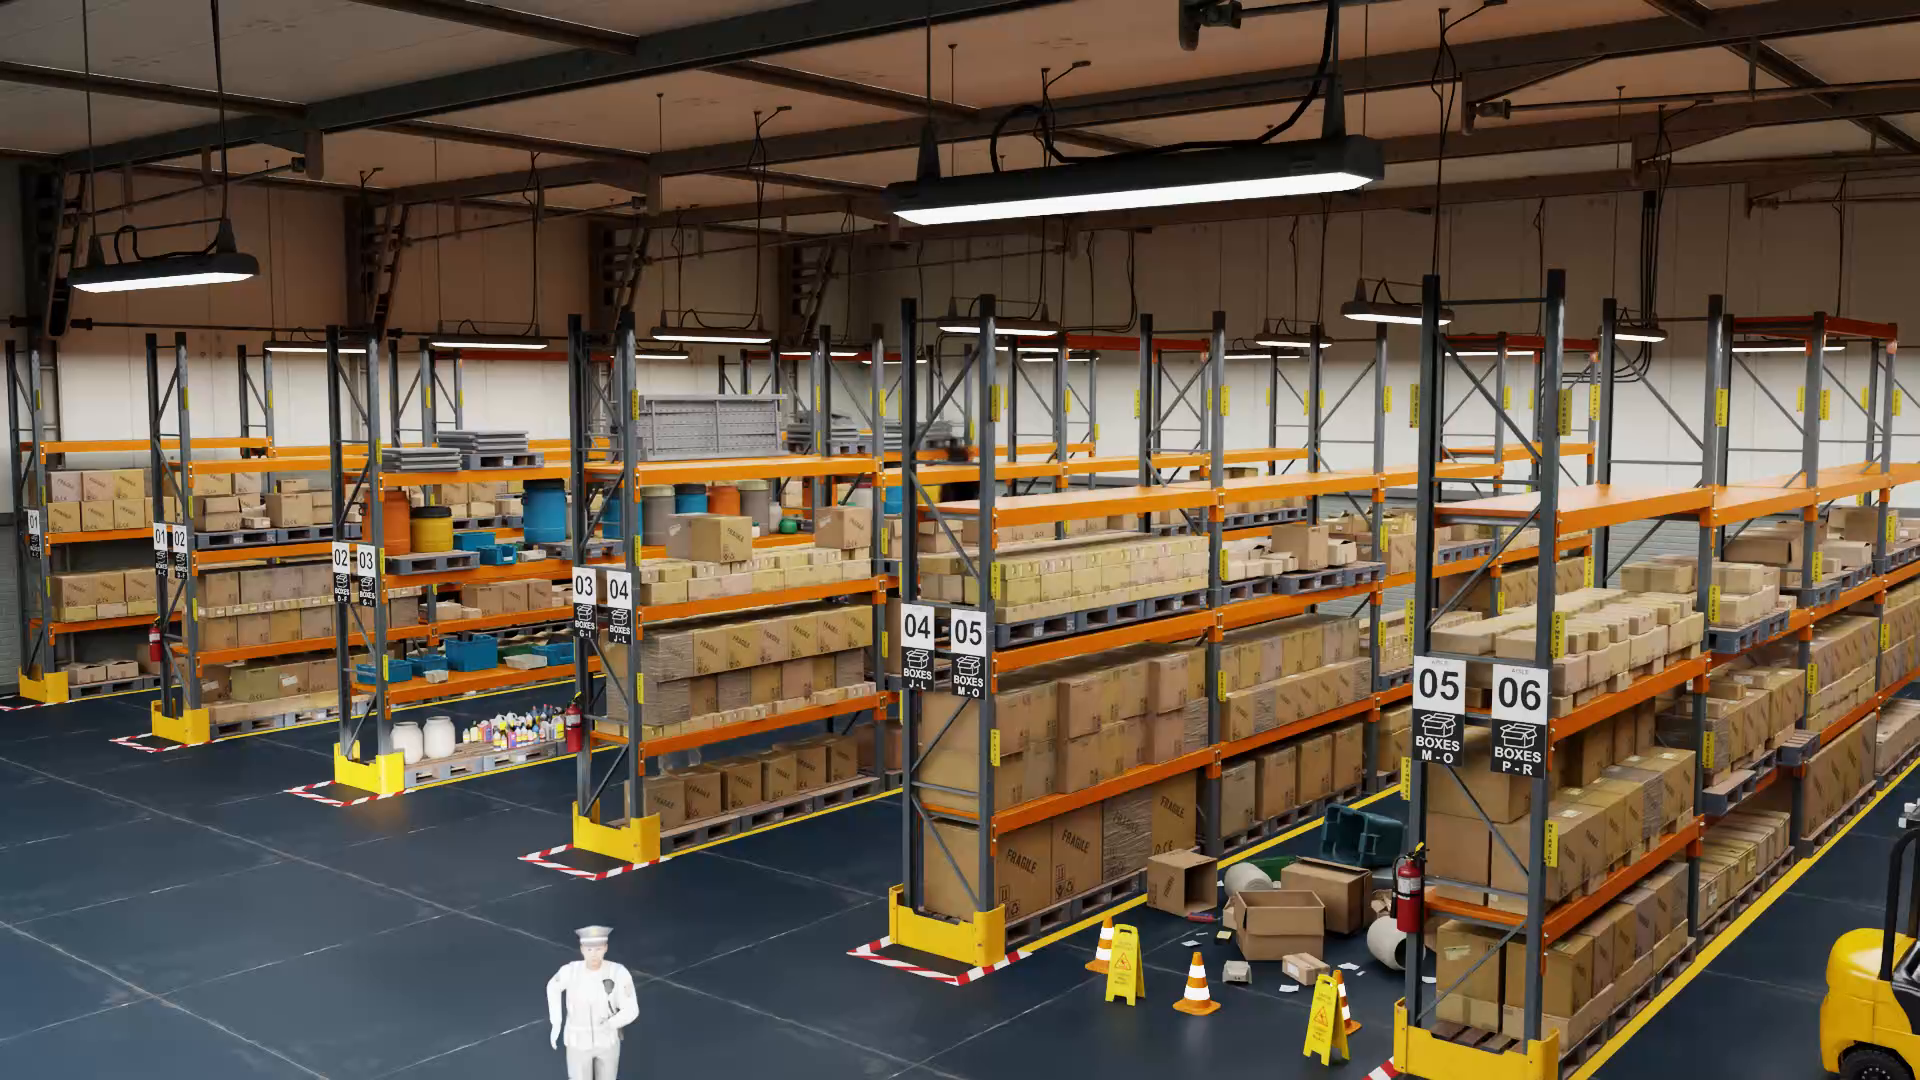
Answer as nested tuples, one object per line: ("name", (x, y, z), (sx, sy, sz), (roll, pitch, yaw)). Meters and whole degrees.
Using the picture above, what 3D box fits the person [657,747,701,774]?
("person", (-3.728, 2.362, 22.212), (0.545, 1.688, 0.787), (3, 6, 31))

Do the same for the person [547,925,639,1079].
("person", (-2.399, 3.349, 10.905), (0.572, 1.739, 0.797), (-1, 5, -15))
